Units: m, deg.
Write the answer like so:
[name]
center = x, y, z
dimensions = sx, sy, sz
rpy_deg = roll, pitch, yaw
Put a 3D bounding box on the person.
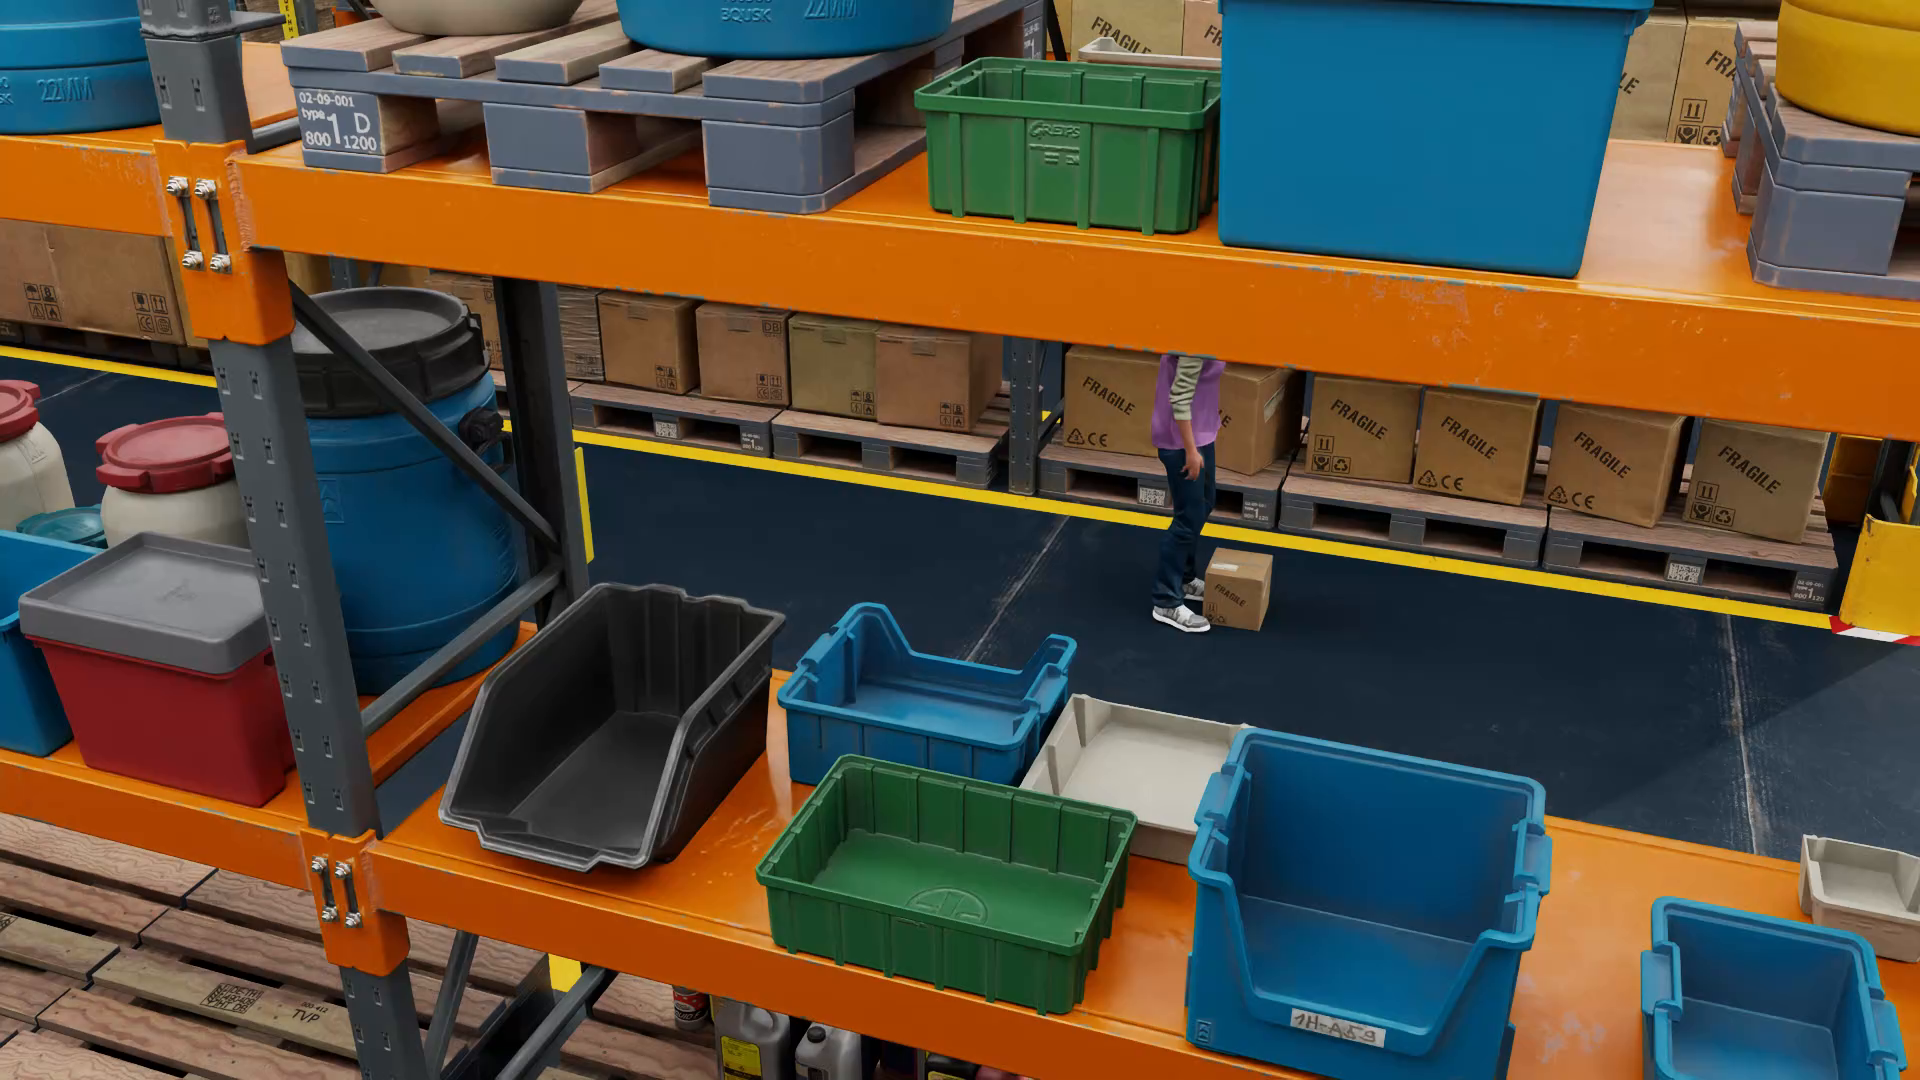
[person]
center = 0.978, -0.422, 6.988
dimensions = 0.347, 1.591, 0.480
rpy_deg = 7, 27, 15
